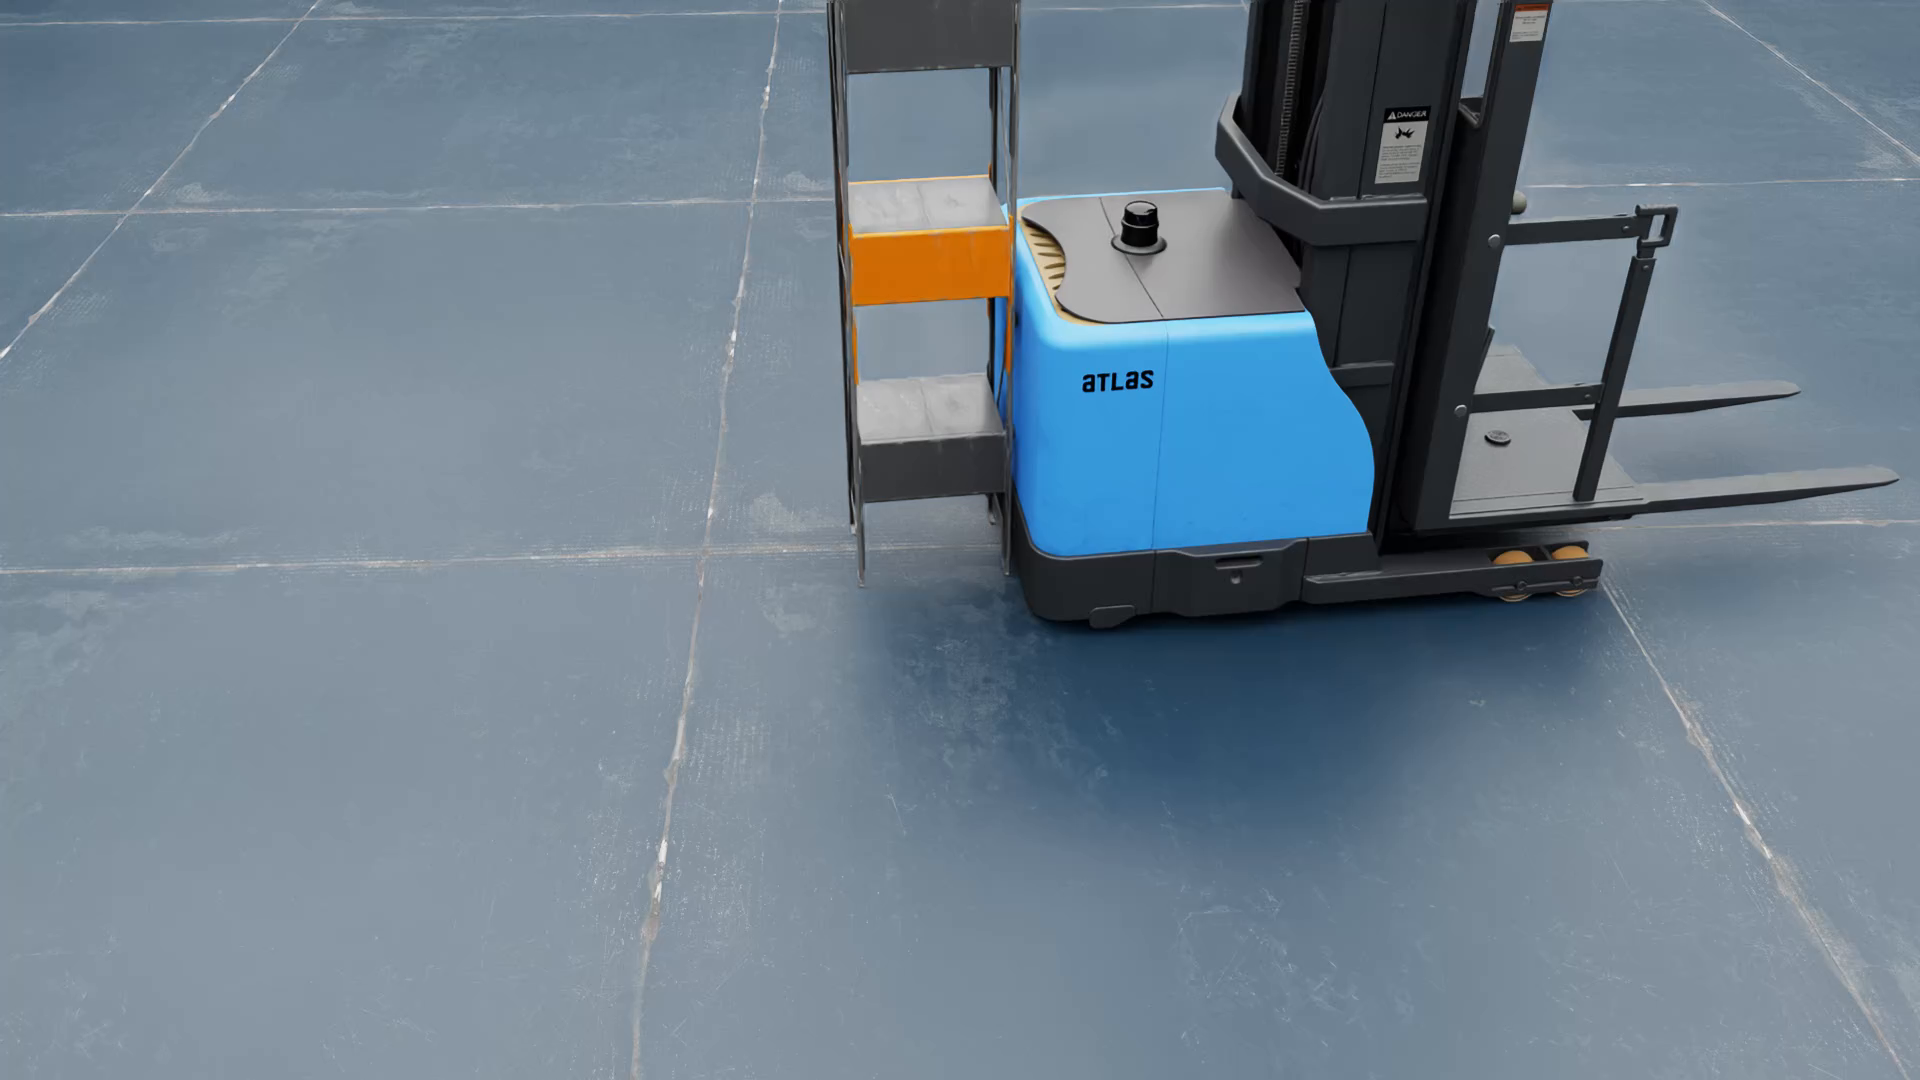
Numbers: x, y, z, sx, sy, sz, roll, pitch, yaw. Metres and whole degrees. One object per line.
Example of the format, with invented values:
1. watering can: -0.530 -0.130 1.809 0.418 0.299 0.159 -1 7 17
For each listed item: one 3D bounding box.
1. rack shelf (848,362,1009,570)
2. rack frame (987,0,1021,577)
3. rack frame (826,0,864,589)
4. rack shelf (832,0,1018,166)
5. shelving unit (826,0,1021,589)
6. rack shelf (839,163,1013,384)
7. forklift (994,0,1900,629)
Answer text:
1. rack shelf: -0.111 -0.248 5.517 0.480 0.518 0.431 -5 35 -7
2. rack frame: 0.131 -0.854 5.139 0.015 2.100 0.400 -5 35 -7
3. rack frame: -0.352 -0.815 5.082 0.015 2.100 0.400 -5 35 -7
4. rack shelf: -0.111 -1.399 4.720 0.480 0.518 0.431 -5 35 -7
5. shelving unit: -0.111 -0.834 5.110 0.503 2.100 0.431 -5 35 -7
6. rack shelf: -0.111 -0.823 5.118 0.480 0.518 0.431 -5 35 -7
7. forklift: 1.657 -1.297 5.049 3.031 2.935 1.130 -5 35 -7
